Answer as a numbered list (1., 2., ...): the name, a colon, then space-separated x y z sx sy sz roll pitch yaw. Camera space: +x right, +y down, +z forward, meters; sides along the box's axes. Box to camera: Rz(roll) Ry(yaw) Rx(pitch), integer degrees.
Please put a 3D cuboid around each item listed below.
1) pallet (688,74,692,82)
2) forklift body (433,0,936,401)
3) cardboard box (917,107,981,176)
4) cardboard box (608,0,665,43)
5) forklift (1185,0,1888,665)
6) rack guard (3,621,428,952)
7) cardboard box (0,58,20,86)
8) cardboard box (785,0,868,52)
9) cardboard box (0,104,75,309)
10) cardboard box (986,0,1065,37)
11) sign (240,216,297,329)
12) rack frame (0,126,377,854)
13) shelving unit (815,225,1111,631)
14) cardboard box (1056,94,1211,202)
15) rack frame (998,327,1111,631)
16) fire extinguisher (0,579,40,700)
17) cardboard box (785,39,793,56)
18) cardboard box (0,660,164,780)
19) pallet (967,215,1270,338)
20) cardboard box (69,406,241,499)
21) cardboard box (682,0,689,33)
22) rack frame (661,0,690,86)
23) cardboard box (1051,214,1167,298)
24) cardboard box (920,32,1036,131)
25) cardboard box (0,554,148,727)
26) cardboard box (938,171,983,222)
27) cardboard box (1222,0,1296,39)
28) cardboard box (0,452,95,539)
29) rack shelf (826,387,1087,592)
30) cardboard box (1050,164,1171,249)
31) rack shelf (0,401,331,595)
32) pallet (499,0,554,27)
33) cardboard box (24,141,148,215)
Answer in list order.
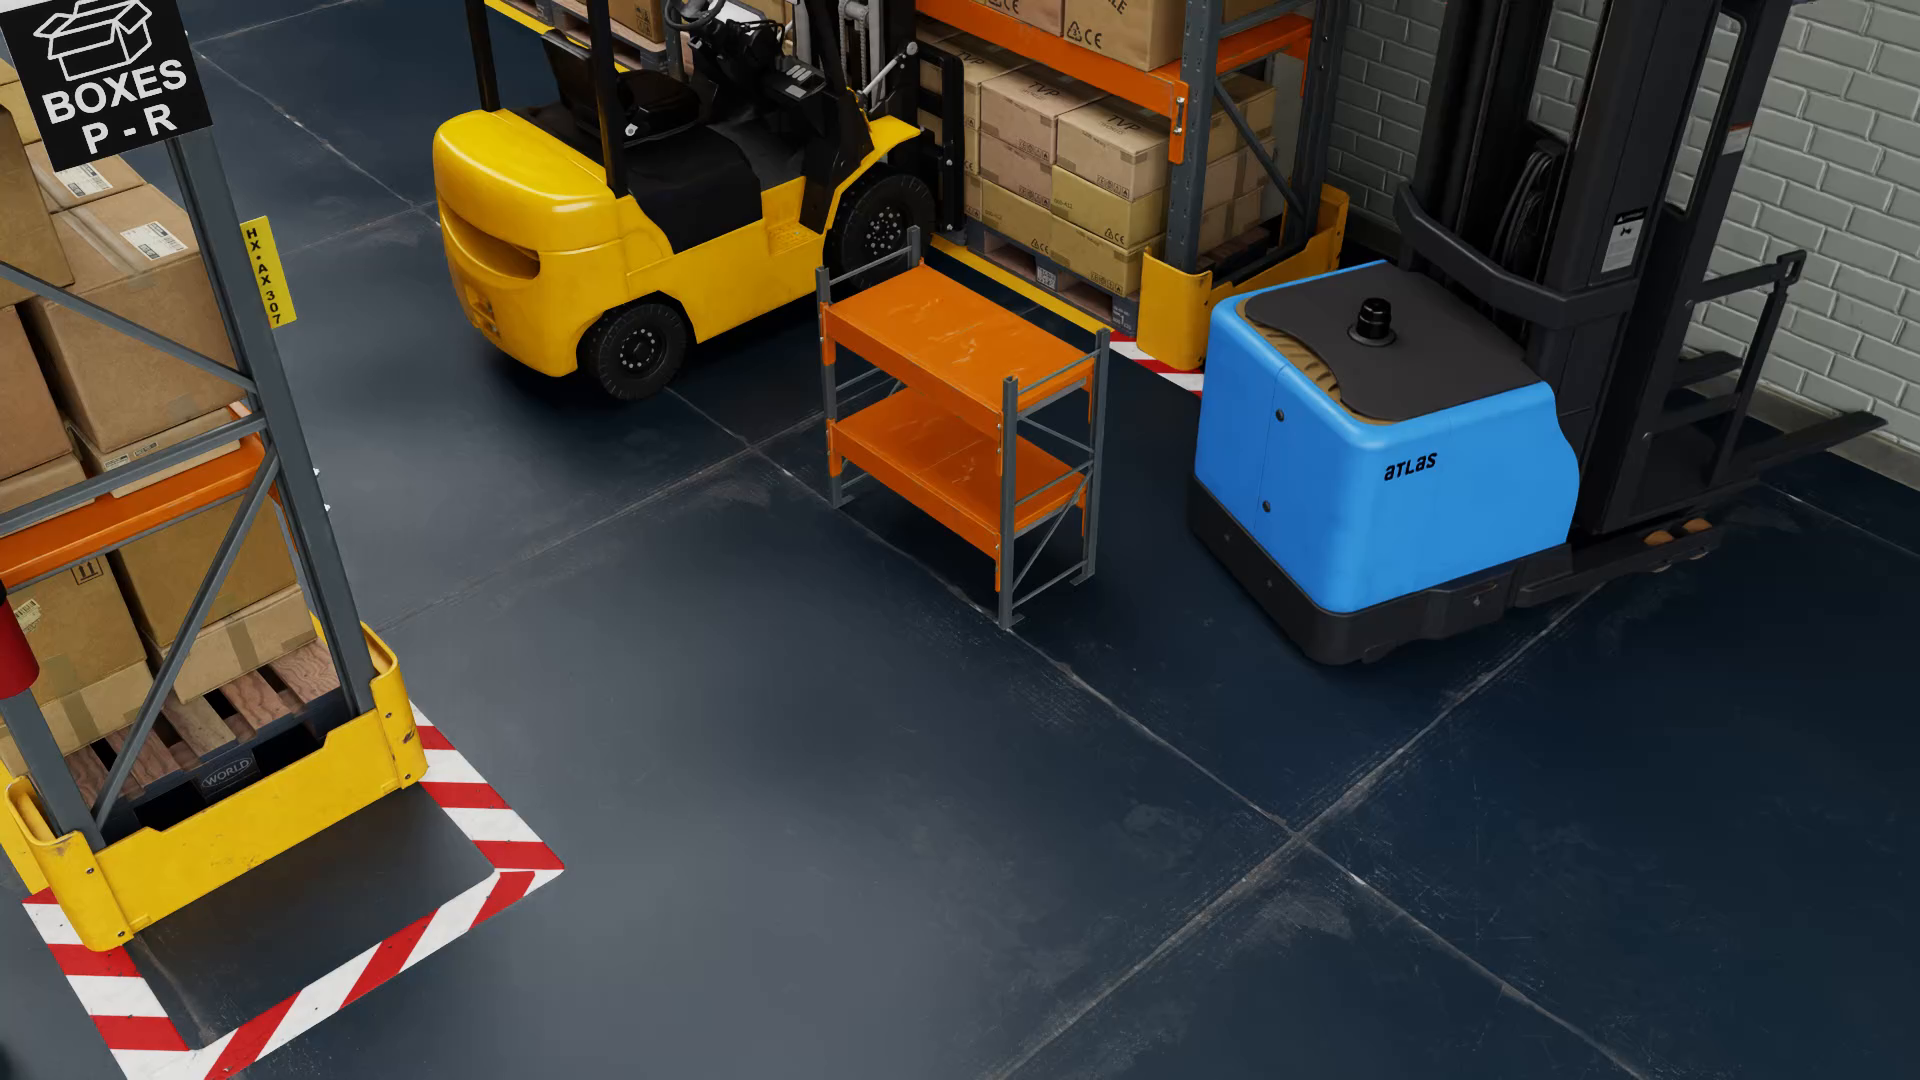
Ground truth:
1. pallet: -0.859 -2.655 9.869 1.003 0.211 1.213 -30 48 -32
2. forklift body: -1.287 -2.046 7.572 2.313 2.155 1.214 -30 48 -32
3. cardboard box: 0.084 -2.121 8.445 0.500 0.250 0.500 -31 48 -33
4. cardboard box: -1.727 -3.602 10.378 0.875 0.625 0.625 -28 46 -30
5. forklift: 2.474 -1.299 6.025 3.031 2.935 1.130 -16 42 -19
6. rack guard: -2.365 0.774 5.393 1.175 0.500 0.348 -30 48 -32
7. cardboard box: -3.478 -1.360 5.731 0.500 0.500 0.500 -31 48 -33
8. cardboard box: -0.586 -2.784 8.869 0.500 0.250 0.500 -28 47 -30
9. cardboard box: -2.820 -0.850 4.303 0.700 0.500 0.500 -31 48 -33
10. cardboard box: 0.469 -2.673 7.593 0.500 0.500 0.500 -28 47 -31
11. sign: -1.914 -0.730 4.578 0.100 0.325 0.005 -30 48 -32
12. rack frame: -2.314 -0.163 4.564 1.000 3.000 0.127 -30 48 -32
13. shelving unit: -0.005 -0.441 6.400 0.538 1.125 1.048 -30 48 -32
14. cardboard box: 0.799 -1.837 7.696 0.500 0.250 0.500 -28 47 -30
15. rack frame: 0.339 -0.205 6.109 0.500 1.125 0.032 -30 48 -32
16. fire extinguisher: -2.576 0.116 4.281 0.296 0.674 0.183 -30 48 -32
17. cardboard box: -0.592 -2.589 9.024 0.500 0.250 0.500 -30 48 -32
18. cardboard box: -3.075 0.472 5.632 0.500 0.250 0.500 -30 48 -32
19. pallet: 0.792 -1.525 8.471 1.003 0.211 1.213 -30 48 -32
20. cardboard box: -2.391 -0.310 4.947 0.380 0.149 0.250 -30 48 -32
21. cardboard box: -1.266 -3.058 9.606 0.500 0.250 0.500 -30 48 -32
22. rack frame: -1.366 -4.125 9.470 1.000 3.000 0.127 -30 48 -32
23. cardboard box: 0.789 -1.451 8.013 0.500 0.250 0.500 -30 47 -31
24. cardboard box: 0.100 -2.300 8.269 0.500 0.250 0.500 -29 47 -31
25. cardboard box: -3.048 0.192 5.383 0.500 0.500 0.500 -30 47 -31
26. cardboard box: 0.128 -1.920 8.595 0.500 0.250 0.500 -29 47 -31
27. cardboard box: 1.209 -2.660 7.577 0.500 0.500 0.500 -28 47 -30
28. cardboard box: -2.724 -0.147 4.745 0.380 0.149 0.250 -28 47 -30
29. rack shelf: -0.005 -0.251 6.554 0.538 0.278 1.000 -30 48 -32
30. cardboard box: 0.780 -1.655 7.868 0.500 0.250 0.500 -31 48 -32
31. rack shelf: -3.667 -0.809 5.937 1.077 0.370 4.000 -30 48 -32
32. pallet: -2.722 -3.930 11.448 1.003 0.211 1.213 -30 48 -32
33. cardboard box: -2.783 -0.893 5.152 0.500 0.500 0.500 -28 47 -31
